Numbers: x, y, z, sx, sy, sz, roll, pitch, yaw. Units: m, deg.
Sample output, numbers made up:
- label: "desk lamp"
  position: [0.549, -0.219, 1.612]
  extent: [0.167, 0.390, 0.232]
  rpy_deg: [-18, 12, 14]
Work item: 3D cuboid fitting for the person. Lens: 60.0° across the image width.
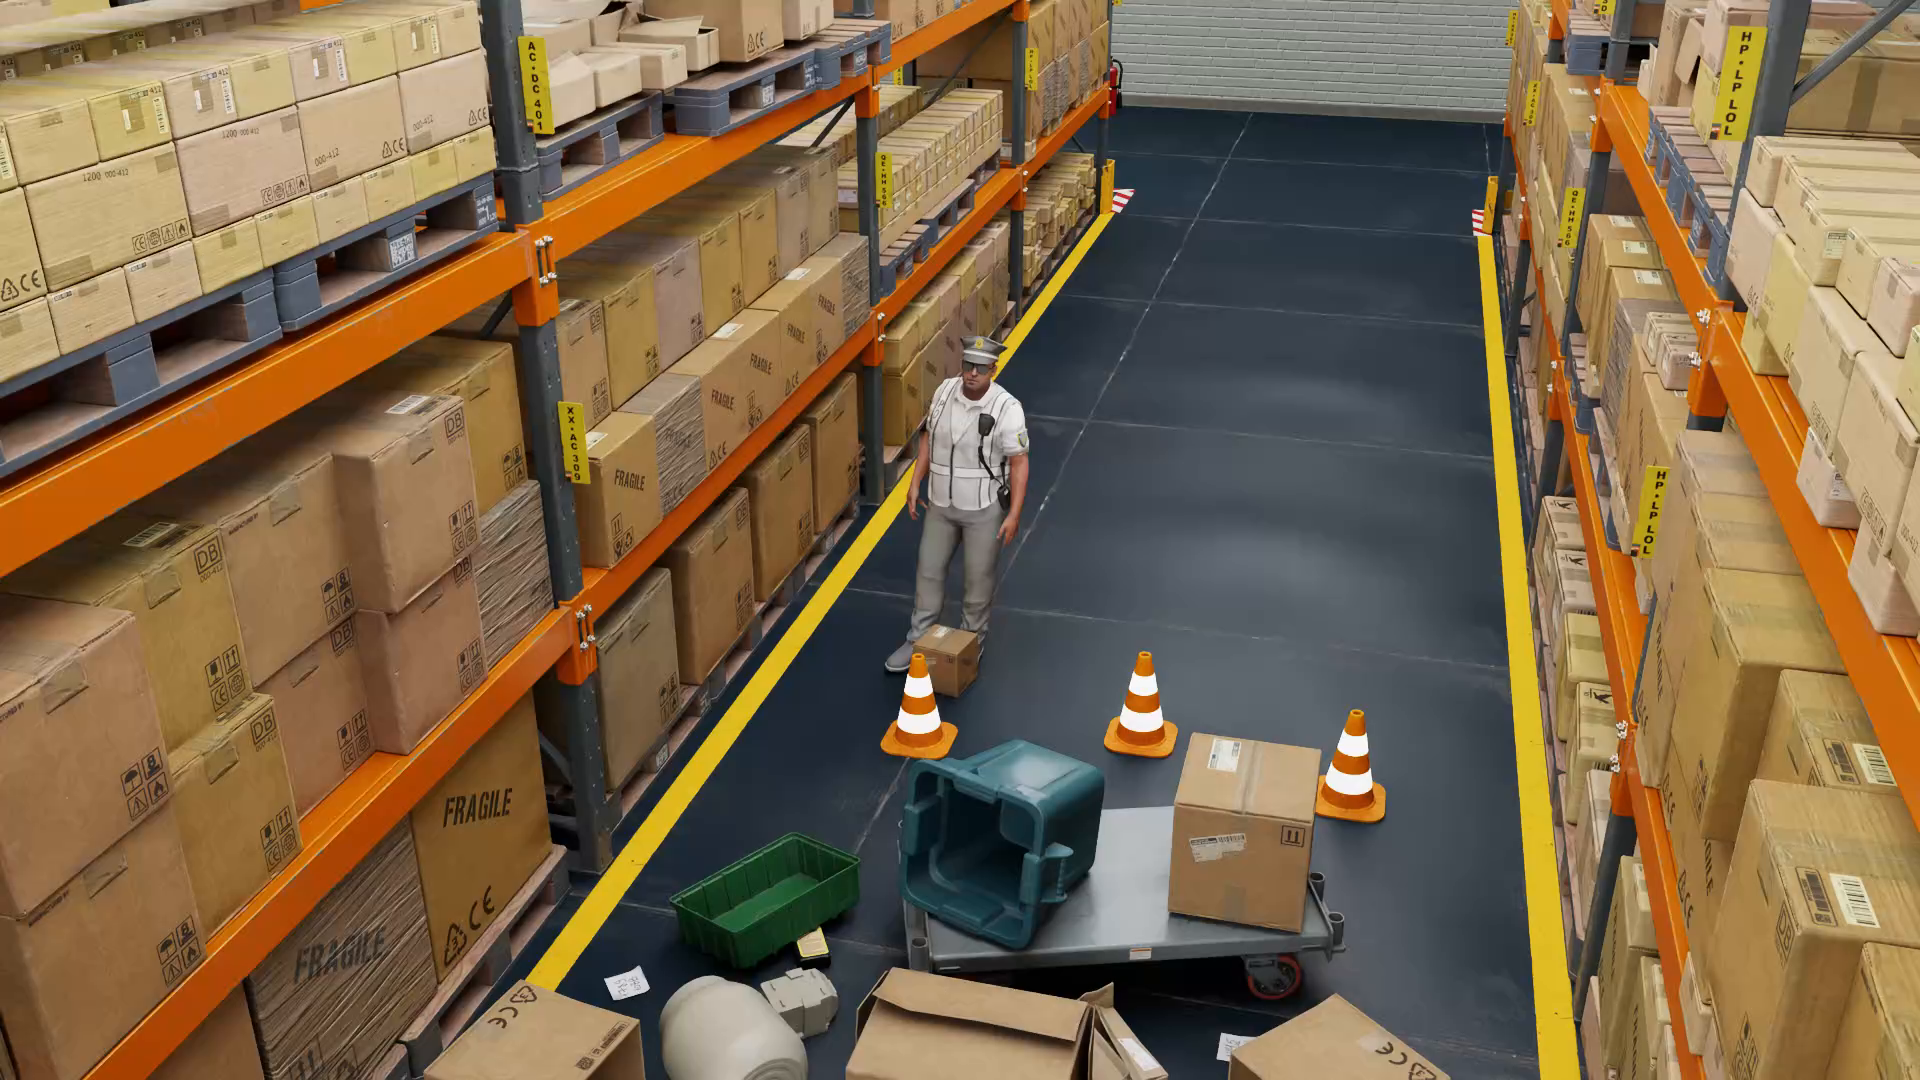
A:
- label: "person"
  position: [-0.005, -0.169, 8.404]
  extent: [0.640, 1.780, 0.575]
  rpy_deg: [12, 28, 24]
